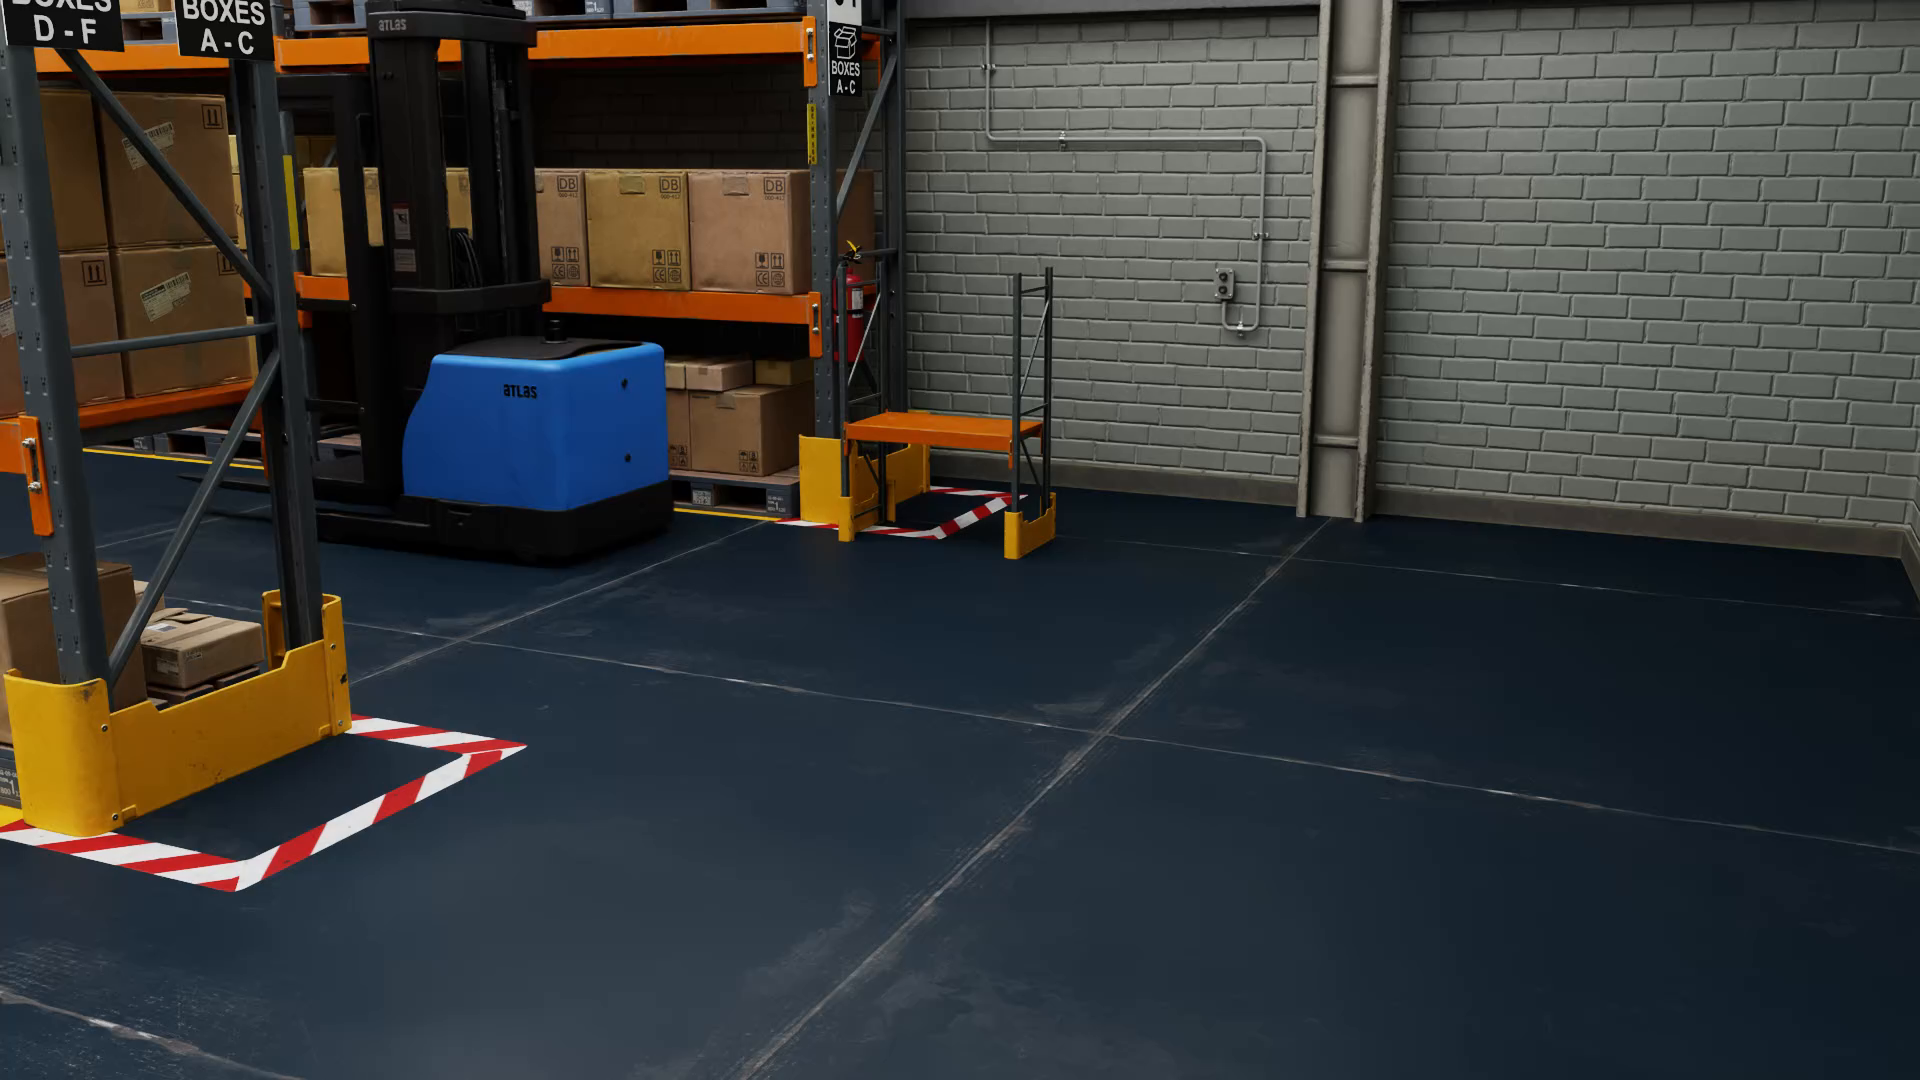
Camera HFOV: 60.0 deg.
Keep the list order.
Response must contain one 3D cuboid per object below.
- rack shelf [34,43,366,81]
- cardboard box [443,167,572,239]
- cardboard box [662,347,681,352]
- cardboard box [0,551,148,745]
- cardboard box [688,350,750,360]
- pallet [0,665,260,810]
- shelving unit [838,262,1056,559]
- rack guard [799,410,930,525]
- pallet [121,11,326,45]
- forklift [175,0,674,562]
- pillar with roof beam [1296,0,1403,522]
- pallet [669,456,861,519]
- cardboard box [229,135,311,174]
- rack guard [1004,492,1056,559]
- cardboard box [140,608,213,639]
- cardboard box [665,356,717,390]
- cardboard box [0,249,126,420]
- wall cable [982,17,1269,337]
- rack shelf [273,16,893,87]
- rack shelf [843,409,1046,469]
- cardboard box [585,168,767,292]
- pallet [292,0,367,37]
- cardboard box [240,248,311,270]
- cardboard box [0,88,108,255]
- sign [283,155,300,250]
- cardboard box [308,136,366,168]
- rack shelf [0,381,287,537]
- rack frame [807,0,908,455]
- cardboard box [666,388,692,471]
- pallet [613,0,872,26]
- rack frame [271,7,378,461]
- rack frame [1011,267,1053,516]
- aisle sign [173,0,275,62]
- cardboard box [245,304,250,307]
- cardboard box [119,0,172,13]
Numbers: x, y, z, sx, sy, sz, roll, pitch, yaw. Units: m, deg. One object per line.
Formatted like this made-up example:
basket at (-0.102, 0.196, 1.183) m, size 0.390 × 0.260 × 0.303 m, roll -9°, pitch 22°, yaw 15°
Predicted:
rack shelf at (-6.071, -3.347, 11.963) m, size 4.000 × 0.370 × 1.077 m, roll 6°, pitch 14°, yaw 23°
cardboard box at (-3.088, -2.076, 10.879) m, size 0.700 × 0.700 × 0.980 m, roll 5°, pitch 14°, yaw 22°
cardboard box at (-1.996, -1.153, 10.734) m, size 0.250 × 0.149 × 0.380 m, roll 6°, pitch 14°, yaw 24°
cardboard box at (-3.186, 0.357, 5.677) m, size 0.500 × 0.500 × 0.500 m, roll 6°, pitch 14°, yaw 23°
cardboard box at (-1.534, -1.106, 10.535) m, size 0.250 × 0.149 × 0.380 m, roll 6°, pitch 14°, yaw 23°
pallet at (-3.387, 0.630, 6.108) m, size 1.213 × 0.211 × 1.003 m, roll 6°, pitch 14°, yaw 23°
shelving unit at (-0.070, -0.737, 9.114) m, size 1.083 × 1.500 × 0.587 m, roll 6°, pitch 14°, yaw 23°
rack guard at (-0.564, -0.463, 10.133) m, size 0.348 × 0.500 × 1.175 m, roll 6°, pitch 14°, yaw 23°
pallet at (-5.101, -3.494, 11.431) m, size 1.217 × 0.209 × 0.805 m, roll 5°, pitch 14°, yaw 21°
forklift at (-3.177, -1.518, 9.309) m, size 3.031 × 2.935 × 1.130 m, roll 6°, pitch 15°, yaw 24°
pillar with roof beam at (0.490, -3.634, 5.045) m, size 0.400 × 9.000 × 9.100 m, roll 6°, pitch 14°, yaw 23°
pallet at (-1.348, -0.382, 10.421) m, size 1.213 × 0.211 × 1.003 m, roll 6°, pitch 14°, yaw 23°
cardboard box at (-4.773, -2.610, 11.258) m, size 0.500 × 0.250 × 0.500 m, roll 6°, pitch 15°, yaw 25°
rack guard at (0.386, -0.083, 9.060) m, size 0.087 × 0.250 × 0.587 m, roll 6°, pitch 14°, yaw 23°
cardboard box at (-3.061, 0.384, 6.289) m, size 0.250 × 0.166 × 0.380 m, roll 6°, pitch 14°, yaw 23°
cardboard box at (-1.691, -1.027, 10.196) m, size 0.250 × 0.149 × 0.380 m, roll 6°, pitch 15°, yaw 25°
cardboard box at (-3.108, -0.680, 5.369) m, size 0.500 × 0.500 × 0.500 m, roll 6°, pitch 15°, yaw 25°
wall cable at (0.968, -2.256, 10.078) m, size 1.851 × 1.984 × 0.084 m, roll 6°, pitch 14°, yaw 23°
rack shelf at (-2.414, -2.977, 10.385) m, size 4.000 × 0.370 × 1.077 m, roll 6°, pitch 14°, yaw 23°
rack shelf at (-0.078, -0.563, 9.158) m, size 1.000 × 0.185 × 0.538 m, roll 6°, pitch 14°, yaw 23°
cardboard box at (-1.726, -1.938, 10.292) m, size 0.700 × 0.700 × 0.980 m, roll 6°, pitch 14°, yaw 23°
pallet at (-3.499, -3.391, 10.770) m, size 1.213 × 0.211 × 1.003 m, roll 6°, pitch 14°, yaw 23°
cardboard box at (-4.667, -1.912, 11.342) m, size 0.250 × 0.149 × 0.380 m, roll 6°, pitch 14°, yaw 24°
cardboard box at (-3.107, -1.166, 5.251) m, size 0.500 × 0.500 × 0.500 m, roll 6°, pitch 14°, yaw 23°
sign at (-2.369, -1.182, 5.831) m, size 0.005 × 0.325 × 0.100 m, roll 6°, pitch 14°, yaw 23°
cardboard box at (-4.558, -2.718, 11.715) m, size 0.500 × 0.250 × 0.500 m, roll 6°, pitch 15°, yaw 25°
rack shelf at (-4.417, -0.482, 6.317) m, size 4.000 × 0.370 × 1.077 m, roll 6°, pitch 14°, yaw 23°
rack frame at (-0.586, -1.682, 9.857) m, size 0.127 × 3.000 × 1.000 m, roll 6°, pitch 14°, yaw 23°
cardboard box at (-1.724, -0.760, 10.479) m, size 0.500 × 0.500 × 0.700 m, roll 6°, pitch 14°, yaw 23°
pallet at (-1.268, -3.166, 9.808) m, size 1.213 × 0.211 × 1.003 m, roll 6°, pitch 14°, yaw 23°
rack frame at (-4.243, -2.052, 11.435) m, size 0.127 × 3.000 × 1.000 m, roll 6°, pitch 14°, yaw 23°
rack frame at (0.387, -0.691, 8.917) m, size 0.032 × 1.500 × 0.500 m, roll 6°, pitch 14°, yaw 23°
aisle sign at (-2.407, -1.968, 5.384) m, size 0.004 × 0.787 × 0.394 m, roll 6°, pitch 14°, yaw 23°
cardboard box at (-5.704, -1.325, 12.121) m, size 0.750 × 0.750 × 0.750 m, roll 6°, pitch 15°, yaw 25°
cardboard box at (-5.538, -3.918, 11.637) m, size 0.500 × 0.500 × 0.700 m, roll 5°, pitch 14°, yaw 22°
